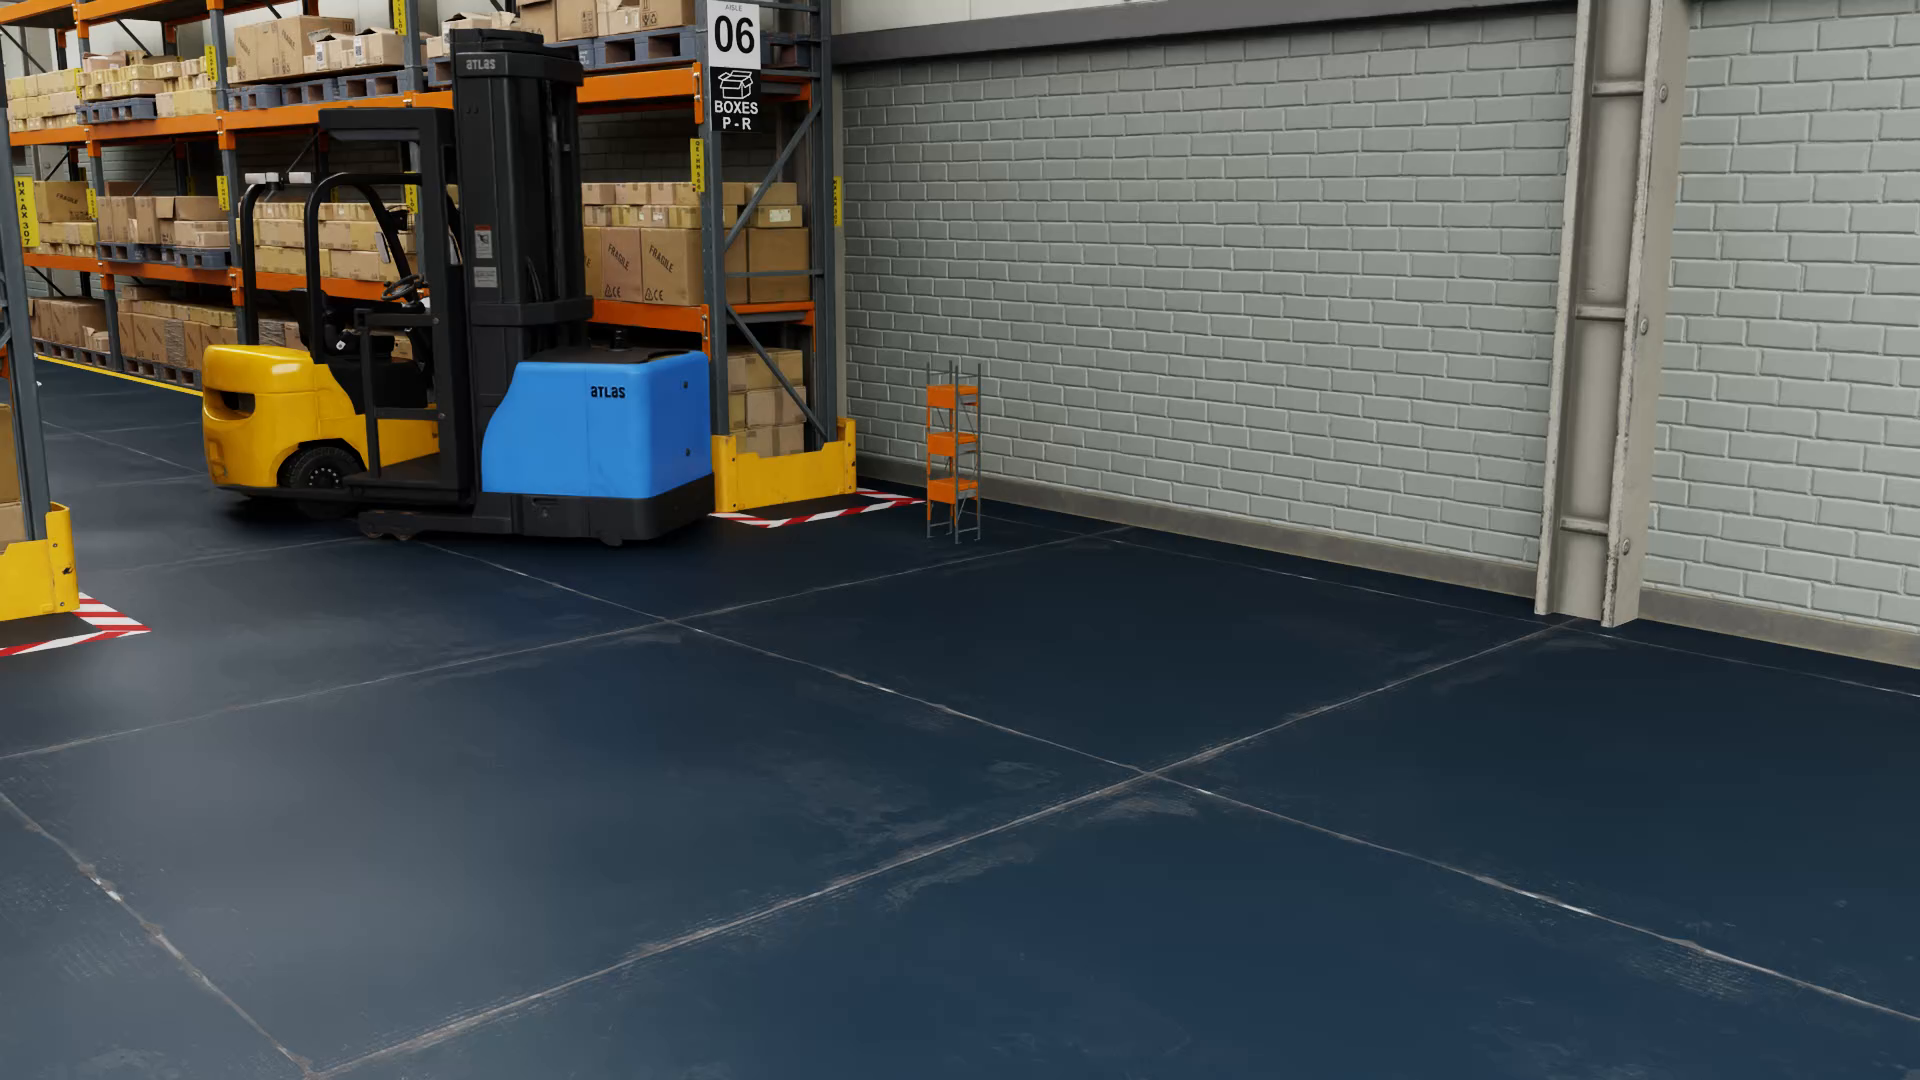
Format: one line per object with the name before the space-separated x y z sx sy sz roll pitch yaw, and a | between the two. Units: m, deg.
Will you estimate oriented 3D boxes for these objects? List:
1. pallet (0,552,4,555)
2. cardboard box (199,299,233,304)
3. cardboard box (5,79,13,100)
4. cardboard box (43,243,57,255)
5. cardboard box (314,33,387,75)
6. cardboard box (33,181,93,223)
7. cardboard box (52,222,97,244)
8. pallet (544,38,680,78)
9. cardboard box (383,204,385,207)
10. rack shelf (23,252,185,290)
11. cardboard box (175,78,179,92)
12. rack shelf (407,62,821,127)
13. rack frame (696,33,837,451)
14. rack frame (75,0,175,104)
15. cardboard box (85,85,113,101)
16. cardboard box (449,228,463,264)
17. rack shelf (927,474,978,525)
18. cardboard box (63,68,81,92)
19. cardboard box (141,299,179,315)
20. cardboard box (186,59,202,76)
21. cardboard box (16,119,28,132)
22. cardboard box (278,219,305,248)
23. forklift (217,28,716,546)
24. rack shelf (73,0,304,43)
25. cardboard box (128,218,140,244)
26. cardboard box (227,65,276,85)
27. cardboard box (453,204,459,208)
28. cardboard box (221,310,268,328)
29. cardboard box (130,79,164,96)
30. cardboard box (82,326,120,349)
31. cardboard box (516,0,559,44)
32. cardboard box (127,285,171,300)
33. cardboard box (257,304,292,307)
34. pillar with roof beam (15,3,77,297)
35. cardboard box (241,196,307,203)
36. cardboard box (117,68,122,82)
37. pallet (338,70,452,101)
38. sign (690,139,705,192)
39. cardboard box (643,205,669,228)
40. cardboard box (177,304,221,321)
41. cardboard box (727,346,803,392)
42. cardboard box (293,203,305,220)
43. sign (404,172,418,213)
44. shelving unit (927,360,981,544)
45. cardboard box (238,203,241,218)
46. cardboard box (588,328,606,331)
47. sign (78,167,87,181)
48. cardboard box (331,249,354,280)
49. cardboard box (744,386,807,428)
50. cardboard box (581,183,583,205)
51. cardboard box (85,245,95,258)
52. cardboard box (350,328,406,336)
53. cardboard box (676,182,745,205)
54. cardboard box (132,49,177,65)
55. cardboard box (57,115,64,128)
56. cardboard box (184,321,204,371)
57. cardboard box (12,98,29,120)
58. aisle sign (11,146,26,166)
pallet | -5.424 0.172 8.554 1.003 0.211 1.213 -11 16 -43
cardboard box | -8.366 -2.635 18.814 0.380 0.149 0.250 -10 16 -41
cardboard box | -11.836 -5.696 21.088 0.500 0.250 0.500 -11 16 -43
cardboard box | -11.219 -3.647 20.801 0.380 0.149 0.250 -10 16 -41
cardboard box | -5.217 -4.199 14.358 0.500 0.311 0.500 11 16 43
cardboard box | -11.144 -4.203 20.656 0.500 0.500 0.500 -10 16 -41
cardboard box | -10.756 -3.761 20.367 0.500 0.250 0.500 -11 16 -43
pallet | -2.565 -3.462 12.068 1.003 0.211 1.213 -11 16 -43
cardboard box | -4.730 -2.799 14.208 0.380 0.149 0.250 -11 16 -43
rack shelf | -10.917 -3.442 20.969 1.077 0.370 4.000 -11 16 -43
cardboard box | -7.860 -4.684 17.164 0.380 0.149 0.250 -11 16 -42
rack shelf | -2.630 -3.160 12.166 1.077 0.370 4.000 -11 16 -43
rack frame | -1.249 -1.751 10.979 1.000 3.000 0.127 -11 16 -43
rack frame | -9.536 -6.441 18.874 1.000 3.000 0.127 -11 16 -43
cardboard box | -9.464 -4.962 18.462 0.380 0.149 0.250 -11 16 -42
cardboard box | -3.894 -2.283 13.311 0.500 0.500 0.500 11 16 44
rack shelf | -0.037 -0.239 9.902 0.215 0.259 0.240 -11 16 -43
cardboard box | -10.059 -5.329 19.306 0.500 0.250 0.500 -11 16 -42
cardboard box | -9.048 -2.647 18.872 0.250 0.149 0.380 11 16 42
cardboard box | -7.550 -4.749 16.743 0.250 0.149 0.380 11 16 43
cardboard box | -11.598 -5.191 20.865 0.380 0.149 0.250 -11 16 -43
cardboard box | -5.951 -2.839 15.393 0.500 0.250 0.500 11 16 44
forklift | -3.108 -1.538 10.111 3.031 2.935 1.130 3 12 14
rack shelf | -8.155 -5.601 17.570 1.077 0.370 4.000 -11 16 -43
cardboard box | -8.854 -3.386 18.207 0.396 0.266 0.258 -10 15 -40
cardboard box | -6.752 -4.435 15.862 0.380 0.166 0.250 -11 16 -43
cardboard box | -3.801 -2.581 13.151 0.380 0.149 0.250 -10 16 -41
cardboard box | -7.298 -2.255 16.969 0.250 0.149 0.380 11 16 42
cardboard box | -8.537 -4.784 17.597 0.380 0.149 0.250 -10 16 -41
cardboard box | -10.380 -2.462 20.162 0.396 0.266 0.258 -10 15 -41
cardboard box | -2.742 -3.811 11.996 0.797 0.503 0.637 -10 15 -41
cardboard box | -9.267 -2.827 19.008 0.250 0.149 0.380 11 16 42
cardboard box | -7.423 -2.458 17.954 0.250 0.149 0.380 11 16 43
pillar with roof beam | -16.622 -6.944 21.315 9.100 9.000 0.400 -11 16 -43
cardboard box | -7.016 -3.271 17.064 0.500 0.500 0.500 -10 15 -40
cardboard box | -8.851 -5.010 17.956 0.380 0.149 0.250 -11 16 -42
pallet | -4.630 -3.838 14.145 1.217 0.209 0.805 11 16 43
sign | -1.651 -2.361 10.481 0.100 0.325 0.005 -11 16 -43
cardboard box | -1.889 -2.163 11.120 0.380 0.149 0.250 -11 16 -42
cardboard box | -8.193 -2.452 17.927 0.250 0.149 0.380 11 16 42
cardboard box | -1.444 -1.197 11.582 0.500 0.250 0.500 -11 16 -43
cardboard box | -5.868 -3.011 15.238 0.380 0.149 0.250 -10 16 -41
sign | -4.397 -2.786 13.330 0.100 0.325 0.005 -11 16 -43
shelving unit | -0.037 -0.522 9.843 0.215 1.050 0.252 -11 16 -43
cardboard box | -6.766 -3.198 16.145 0.380 0.149 0.250 -10 15 -41
cardboard box | -3.171 -1.567 13.380 0.500 0.250 0.500 -11 16 -43
sign | -11.883 -4.883 22.525 0.100 0.325 0.005 -11 16 -43
cardboard box | -5.220 -2.448 14.732 0.500 0.250 0.500 -11 16 -42
cardboard box | -1.423 -0.953 11.637 0.500 0.250 0.500 -11 16 -42
cardboard box | -2.603 -2.459 11.821 0.380 0.149 0.250 -10 16 -41
cardboard box | -10.134 -3.426 19.730 0.380 0.149 0.250 -10 16 -41
cardboard box | -4.910 -1.567 14.927 0.875 0.625 0.625 -11 16 -43
cardboard box | -1.649 -2.287 10.985 0.380 0.149 0.250 -11 16 -42
cardboard box | -9.068 -5.383 18.743 0.396 0.266 0.258 -11 16 -43
cardboard box | -10.510 -4.973 19.806 0.380 0.149 0.250 -11 16 -43
cardboard box | -7.922 -2.083 17.740 0.500 0.500 0.500 -10 15 -40
cardboard box | -11.479 -5.377 20.779 0.500 0.250 0.500 11 16 43
aisle sign | -12.558 -5.329 21.900 0.394 0.787 0.004 -11 16 -43
